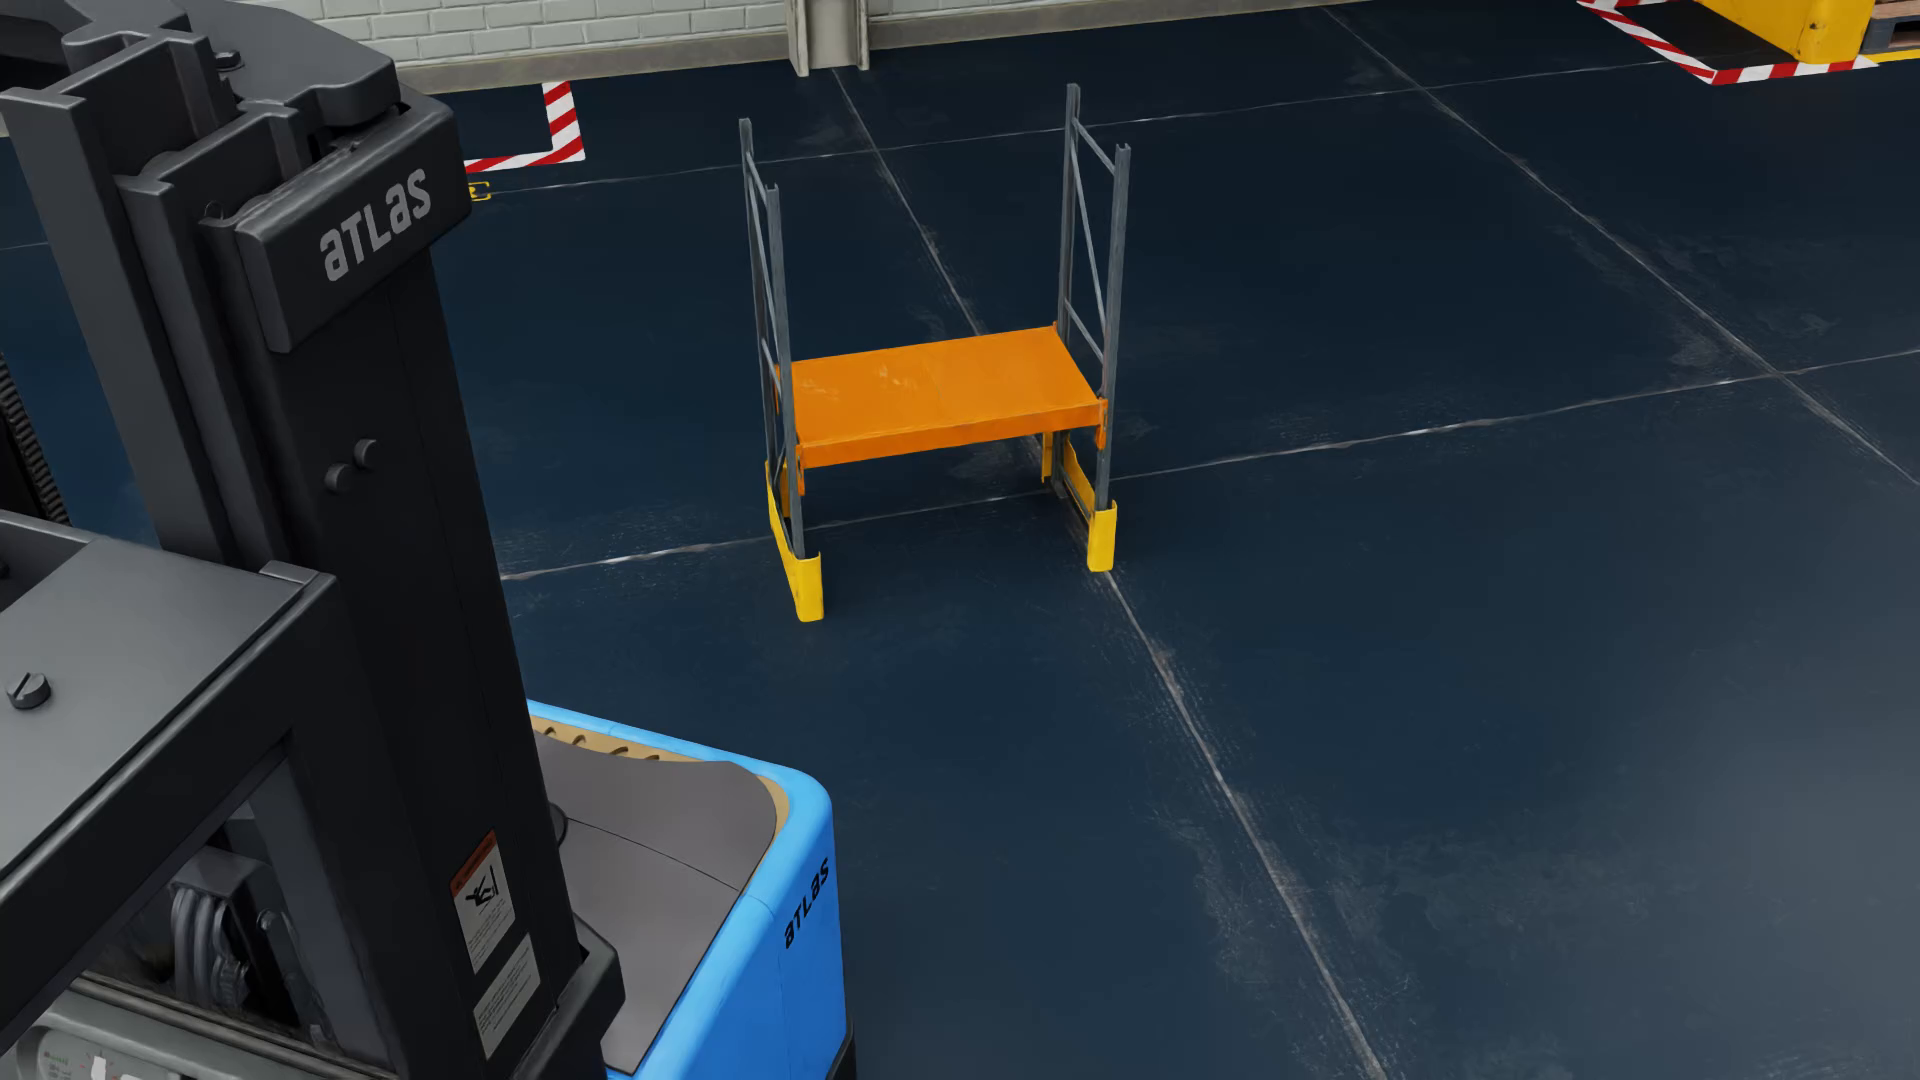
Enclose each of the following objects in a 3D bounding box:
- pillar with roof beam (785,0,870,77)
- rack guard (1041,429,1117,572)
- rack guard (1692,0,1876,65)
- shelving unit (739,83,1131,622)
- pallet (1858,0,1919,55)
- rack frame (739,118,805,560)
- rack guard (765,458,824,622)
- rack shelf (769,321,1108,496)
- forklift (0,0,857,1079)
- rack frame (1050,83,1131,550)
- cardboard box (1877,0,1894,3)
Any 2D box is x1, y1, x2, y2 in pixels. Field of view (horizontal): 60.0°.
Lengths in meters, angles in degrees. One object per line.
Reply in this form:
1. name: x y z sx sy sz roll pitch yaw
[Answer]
1. pillar with roof beam: 0.398 -3.690 3.167 0.400 9.000 9.100 -9 38 -12
2. rack guard: 0.407 -0.166 5.761 0.087 0.250 0.587 -9 38 -12
3. rack guard: 4.691 -3.184 9.500 0.348 0.500 1.175 -9 38 -12
4. shelving unit: -0.074 -0.584 5.279 1.083 1.500 0.587 -9 38 -12
5. pallet: 5.484 -3.177 9.729 1.213 0.211 1.003 -9 38 -12
6. rack frame: -0.573 -0.502 5.171 0.032 1.500 0.500 -9 38 -12
7. rack guard: -0.554 -0.008 5.555 0.087 0.250 0.587 -9 38 -12
8. rack shelf: -0.082 -0.439 5.386 1.000 0.185 0.538 -9 38 -12
9. forklift: -1.214 0.915 2.142 1.130 2.935 3.031 12 39 15
10. rack frame: 0.408 -0.663 5.382 0.032 1.500 0.500 -9 38 -12
11. cardboard box: 5.309 -3.328 9.482 0.500 0.311 0.500 -14 39 -17
